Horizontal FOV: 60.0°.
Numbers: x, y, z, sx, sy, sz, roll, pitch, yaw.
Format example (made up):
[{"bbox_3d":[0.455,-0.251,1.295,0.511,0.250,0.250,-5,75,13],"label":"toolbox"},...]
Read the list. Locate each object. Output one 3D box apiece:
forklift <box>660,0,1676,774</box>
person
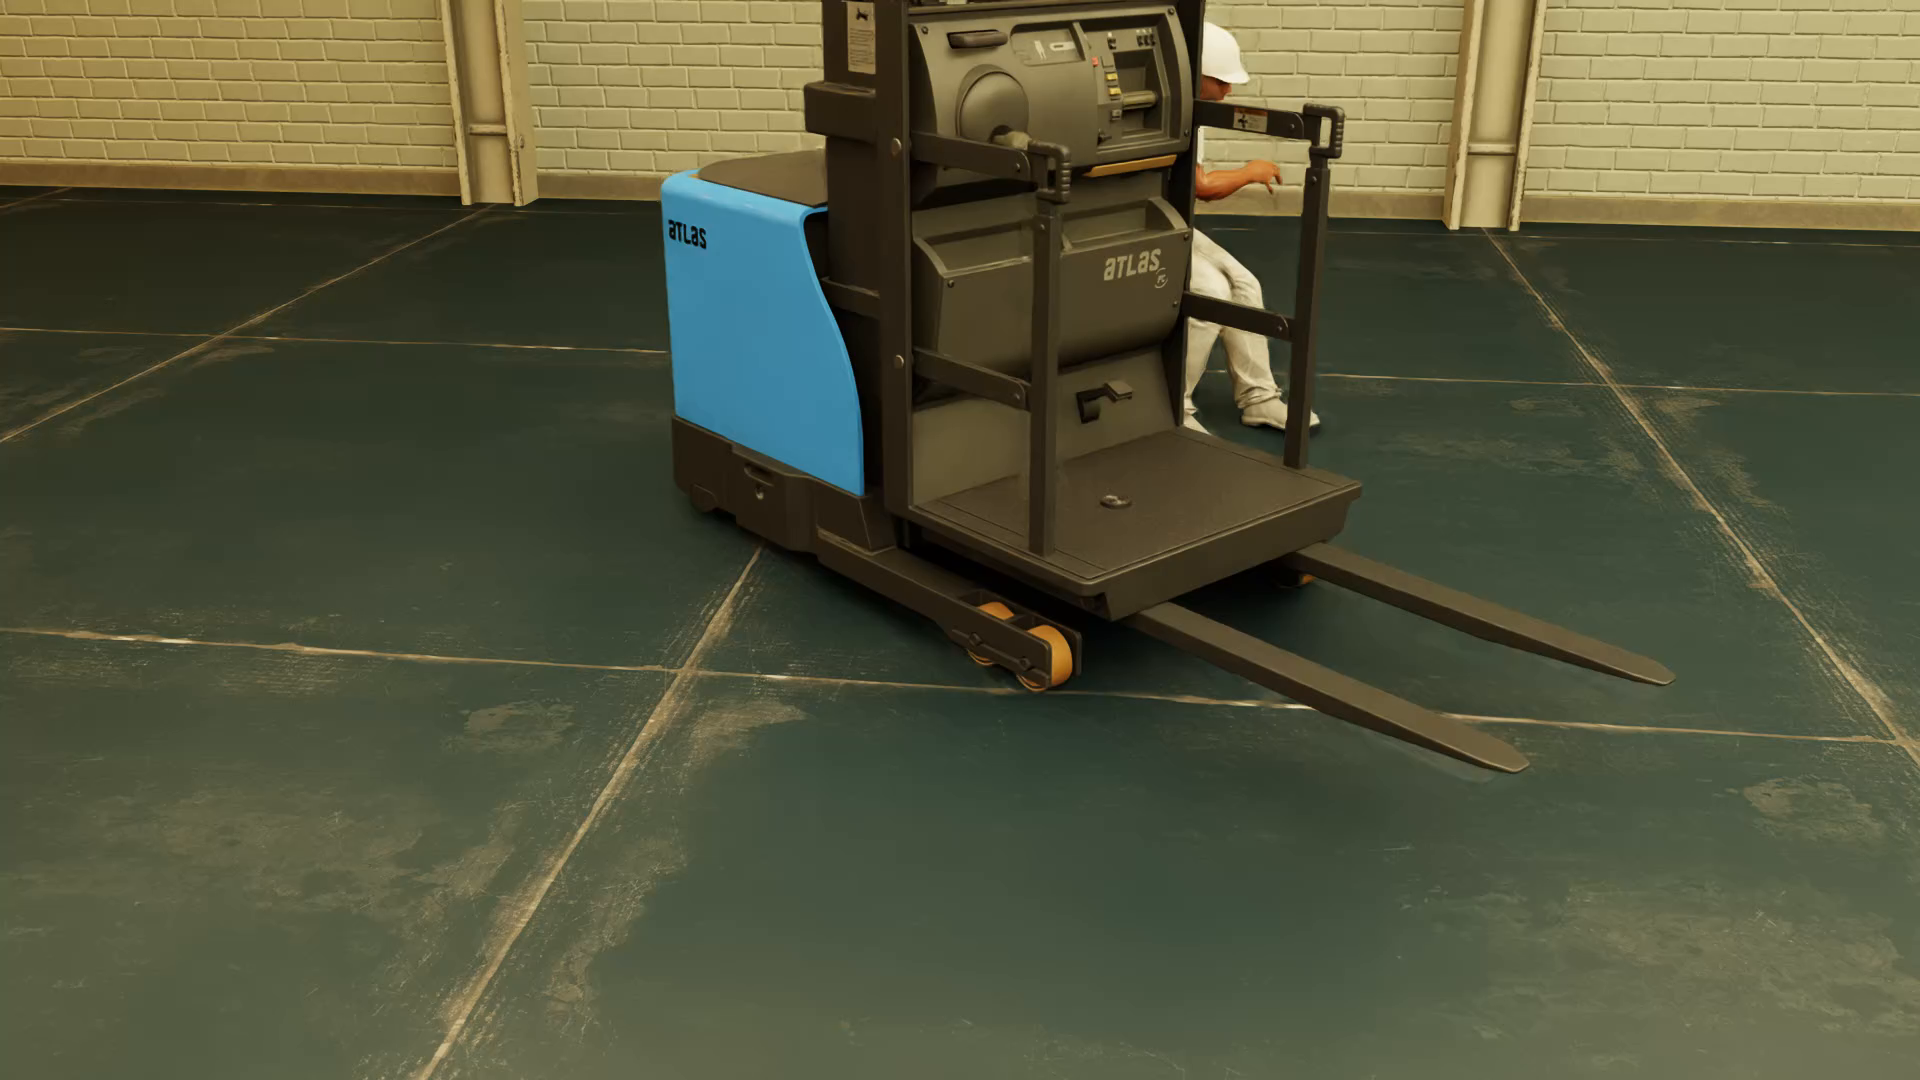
[{"bbox_3d":[0.403,-1.188,4.203,1.130,2.935,3.031,-18,28,-37],"label":"forklift"},{"bbox_3d":[0.996,-1.178,6.232,0.960,1.487,1.050,11,25,26],"label":"person"}]
